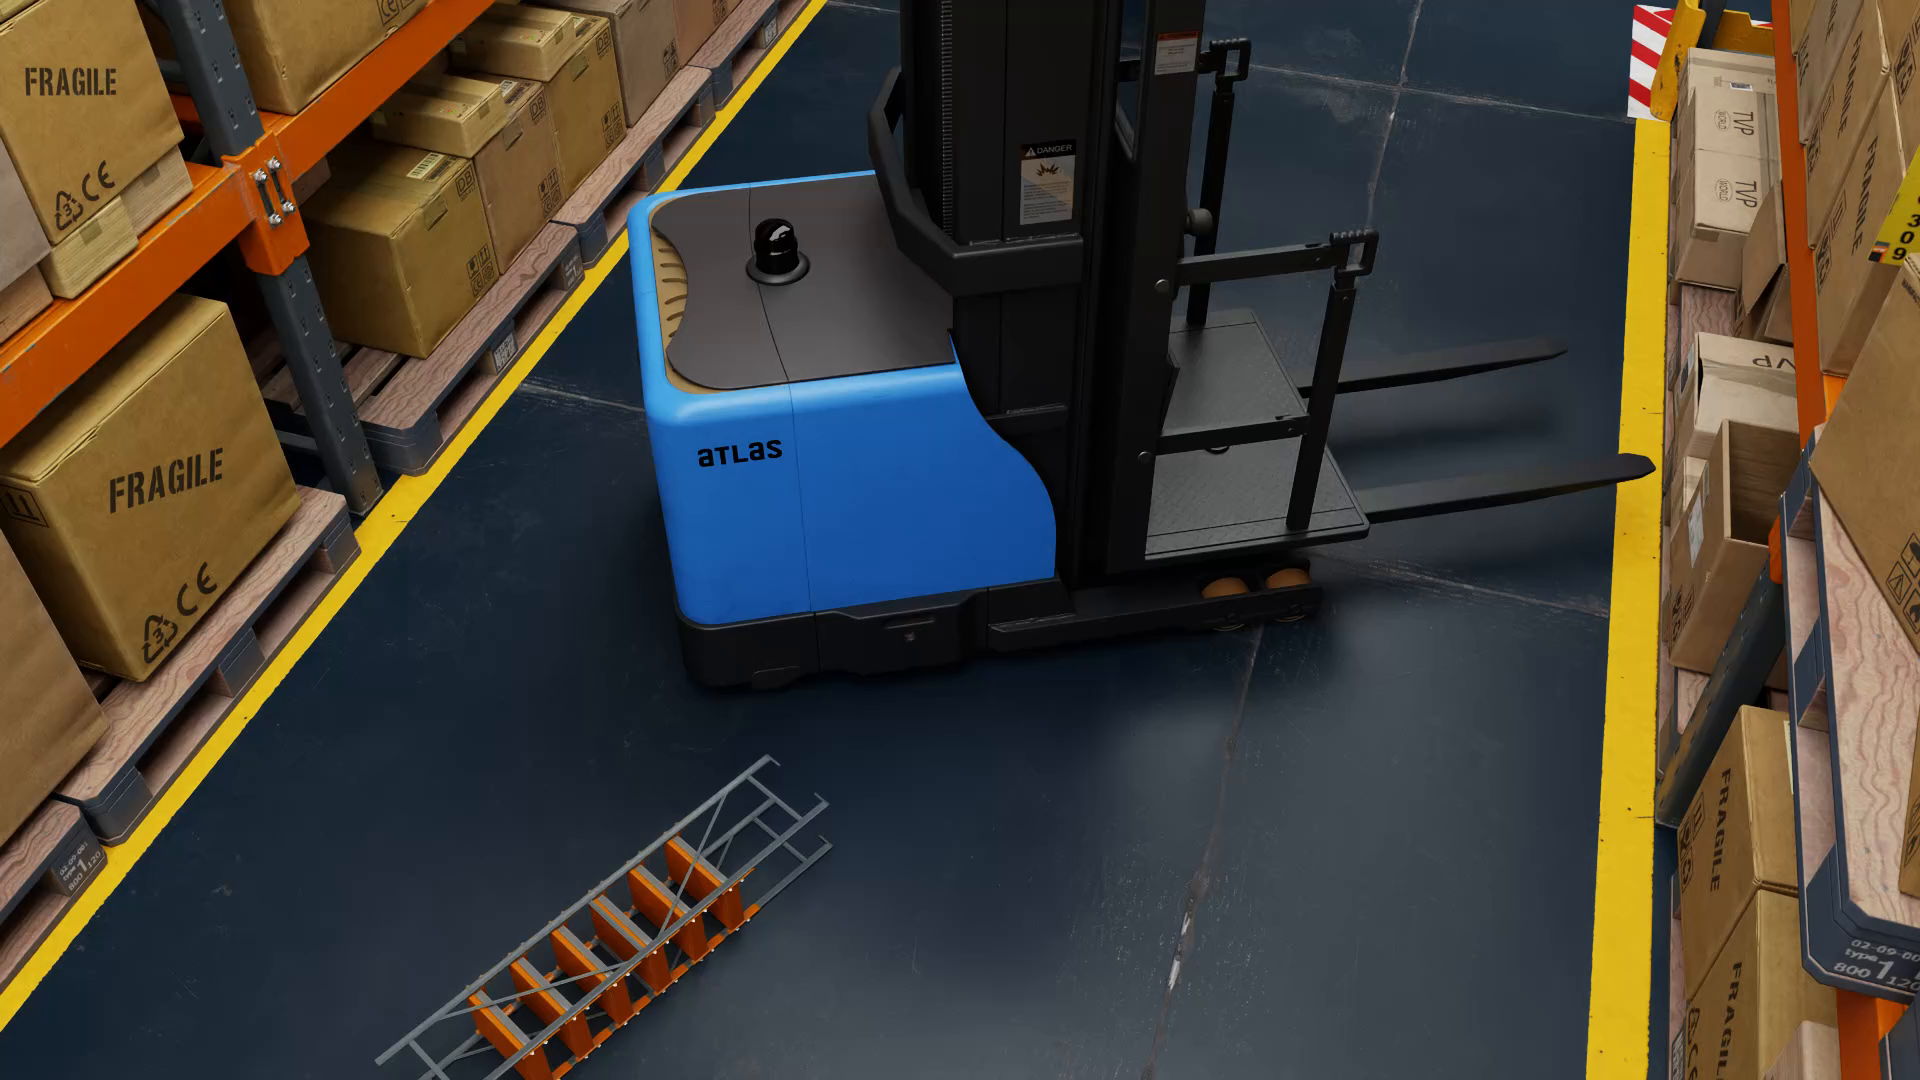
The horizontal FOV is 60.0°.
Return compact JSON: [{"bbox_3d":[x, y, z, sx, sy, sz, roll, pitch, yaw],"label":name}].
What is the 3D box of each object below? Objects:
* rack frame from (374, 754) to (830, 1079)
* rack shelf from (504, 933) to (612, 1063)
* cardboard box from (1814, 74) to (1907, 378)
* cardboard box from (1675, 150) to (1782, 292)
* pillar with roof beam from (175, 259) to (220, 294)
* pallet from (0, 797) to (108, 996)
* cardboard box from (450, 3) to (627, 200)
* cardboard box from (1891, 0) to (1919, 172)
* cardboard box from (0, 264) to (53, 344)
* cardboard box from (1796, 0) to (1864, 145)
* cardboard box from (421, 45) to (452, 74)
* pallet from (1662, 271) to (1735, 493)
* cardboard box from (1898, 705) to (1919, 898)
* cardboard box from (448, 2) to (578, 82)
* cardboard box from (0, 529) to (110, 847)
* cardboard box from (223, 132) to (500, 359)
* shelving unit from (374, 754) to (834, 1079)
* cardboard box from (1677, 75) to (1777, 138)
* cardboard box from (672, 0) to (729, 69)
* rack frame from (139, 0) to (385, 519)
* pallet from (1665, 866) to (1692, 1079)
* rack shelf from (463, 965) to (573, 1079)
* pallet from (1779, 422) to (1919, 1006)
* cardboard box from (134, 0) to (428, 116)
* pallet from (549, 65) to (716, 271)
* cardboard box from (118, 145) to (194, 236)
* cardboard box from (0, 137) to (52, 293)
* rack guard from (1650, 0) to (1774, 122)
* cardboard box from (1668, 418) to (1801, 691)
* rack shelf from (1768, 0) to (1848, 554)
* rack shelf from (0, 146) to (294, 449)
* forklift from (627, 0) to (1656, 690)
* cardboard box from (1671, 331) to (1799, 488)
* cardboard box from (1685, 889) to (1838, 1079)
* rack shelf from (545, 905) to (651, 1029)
[{"bbox_3d":[-0.832,0.932,4.028,0.240,0.006,1.200,33,53,29],"label":"rack frame"},{"bbox_3d":[-0.965,1.097,3.990,0.258,0.180,0.103,33,53,29],"label":"rack shelf"},{"bbox_3d":[2.266,-0.664,3.712,0.500,0.500,0.500,13,46,13],"label":"cardboard box"},{"bbox_3d":[2.832,-1.112,5.893,0.500,0.250,0.500,13,46,13],"label":"cardboard box"},{"bbox_3d":[1.127,-3.169,2.055,9.100,9.000,0.400,13,46,13],"label":"pillar with roof beam"},{"bbox_3d":[-2.893,1.056,4.020,1.003,0.211,1.213,13,46,13],"label":"pallet"},{"bbox_3d":[-1.726,-1.696,6.326,0.700,0.500,0.500,14,46,13],"label":"cardboard box"},{"bbox_3d":[2.265,-1.025,3.367,0.500,0.500,0.500,13,46,13],"label":"cardboard box"},{"bbox_3d":[-2.371,-0.583,3.866,0.380,0.149,0.250,14,46,14],"label":"cardboard box"},{"bbox_3d":[2.574,-1.350,4.414,0.500,0.500,0.500,14,46,13],"label":"cardboard box"},{"bbox_3d":[-2.035,-1.725,5.891,0.380,0.149,0.250,11,45,11],"label":"cardboard box"},{"bbox_3d":[2.936,-0.517,5.627,1.003,0.211,1.213,13,46,13],"label":"pallet"},{"bbox_3d":[1.855,0.314,2.413,0.700,0.500,0.500,19,48,19],"label":"cardboard box"},{"bbox_3d":[-1.604,-1.790,5.958,0.380,0.149,0.250,11,46,11],"label":"cardboard box"},{"bbox_3d":[-2.703,0.385,3.948,0.750,0.750,0.750,14,46,14],"label":"cardboard box"},{"bbox_3d":[-2.039,-1.020,5.635,0.700,0.500,0.500,13,46,13],"label":"cardboard box"},{"bbox_3d":[-0.832,0.997,4.092,0.258,0.189,1.200,33,53,29],"label":"shelving unit"},{"bbox_3d":[3.040,-1.678,6.531,0.380,0.166,0.250,13,46,13],"label":"cardboard box"},{"bbox_3d":[-1.420,-2.389,7.033,0.700,0.500,0.500,12,46,12],"label":"cardboard box"},{"bbox_3d":[-2.363,-1.287,4.420,1.000,3.000,0.127,13,46,13],"label":"rack frame"},{"bbox_3d":[2.149,1.307,3.764,1.003,0.211,1.213,13,46,13],"label":"pallet"},{"bbox_3d":[-1.047,1.159,3.927,0.258,0.180,0.103,33,53,29],"label":"rack shelf"},{"bbox_3d":[2.013,0.338,2.897,1.003,0.211,1.213,13,46,13],"label":"pallet"},{"bbox_3d":[-2.183,-1.752,4.682,0.980,0.700,0.700,13,46,13],"label":"cardboard box"},{"bbox_3d":[-1.691,-1.596,6.731,1.003,0.211,1.213,13,46,12],"label":"pallet"},{"bbox_3d":[-2.196,-0.919,4.210,0.380,0.149,0.250,13,46,13],"label":"cardboard box"},{"bbox_3d":[-2.408,-0.733,3.556,0.500,0.500,0.500,13,46,13],"label":"cardboard box"},{"bbox_3d":[3.547,-1.962,6.898,1.175,0.500,0.348,13,46,13],"label":"rack guard"},{"bbox_3d":[2.261,0.056,4.521,0.500,0.500,0.500,13,46,13],"label":"cardboard box"},{"bbox_3d":[2.965,-1.316,4.965,1.077,0.370,4.000,13,46,13],"label":"rack shelf"},{"bbox_3d":[-2.969,0.303,3.310,1.077,0.370,4.000,13,46,13],"label":"rack shelf"},{"bbox_3d":[0.612,-1.132,4.311,3.031,2.935,1.130,-8,45,-8],"label":"forklift"},{"bbox_3d":[2.488,-0.376,5.098,0.500,0.311,0.500,13,46,13],"label":"cardboard box"},{"bbox_3d":[1.829,1.125,3.429,0.500,0.500,0.500,13,46,13],"label":"cardboard box"},{"bbox_3d":[-0.883,1.036,4.053,0.258,0.180,0.103,33,53,29],"label":"rack shelf"}]
